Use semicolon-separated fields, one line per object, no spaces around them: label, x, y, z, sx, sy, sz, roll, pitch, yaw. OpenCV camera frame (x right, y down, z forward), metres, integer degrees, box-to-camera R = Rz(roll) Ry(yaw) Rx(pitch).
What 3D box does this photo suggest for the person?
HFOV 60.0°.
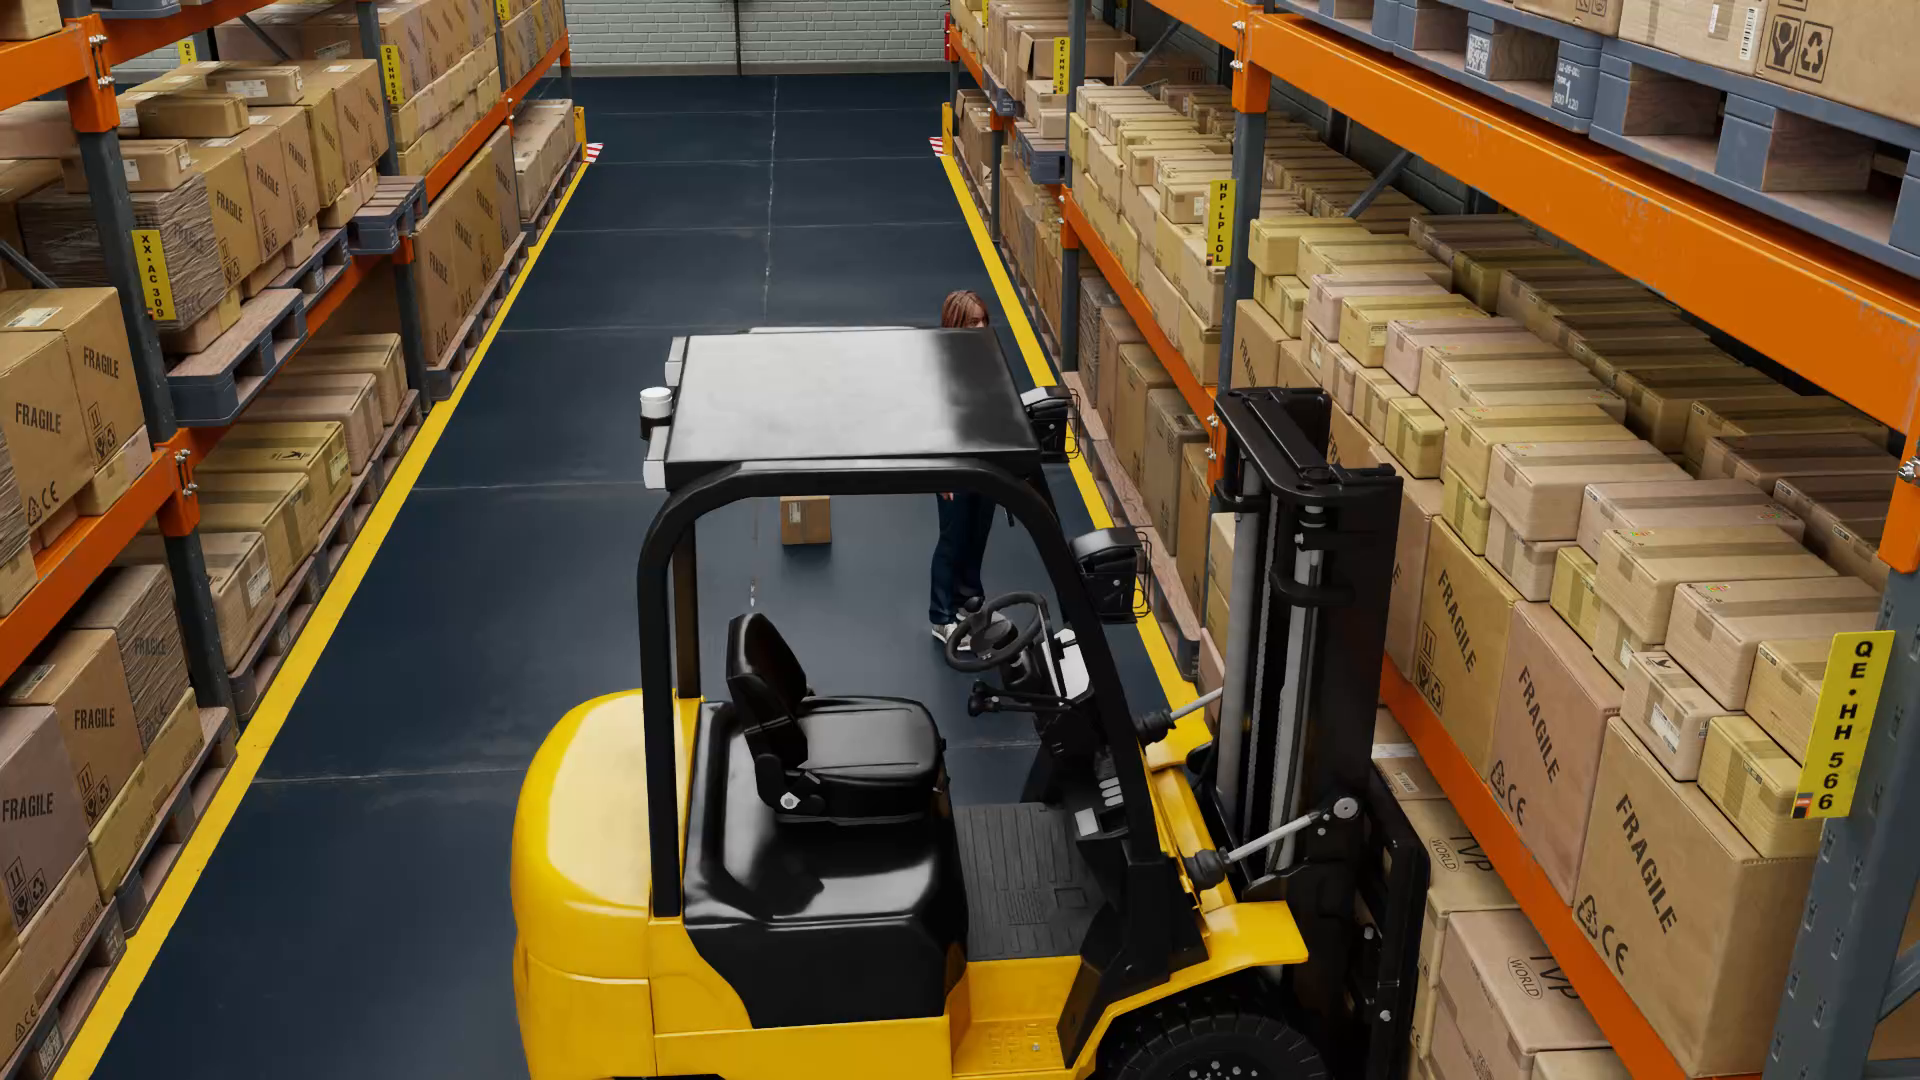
person;0.033;-0.302;7.320;0.308;1.572;0.408;17;29;33
